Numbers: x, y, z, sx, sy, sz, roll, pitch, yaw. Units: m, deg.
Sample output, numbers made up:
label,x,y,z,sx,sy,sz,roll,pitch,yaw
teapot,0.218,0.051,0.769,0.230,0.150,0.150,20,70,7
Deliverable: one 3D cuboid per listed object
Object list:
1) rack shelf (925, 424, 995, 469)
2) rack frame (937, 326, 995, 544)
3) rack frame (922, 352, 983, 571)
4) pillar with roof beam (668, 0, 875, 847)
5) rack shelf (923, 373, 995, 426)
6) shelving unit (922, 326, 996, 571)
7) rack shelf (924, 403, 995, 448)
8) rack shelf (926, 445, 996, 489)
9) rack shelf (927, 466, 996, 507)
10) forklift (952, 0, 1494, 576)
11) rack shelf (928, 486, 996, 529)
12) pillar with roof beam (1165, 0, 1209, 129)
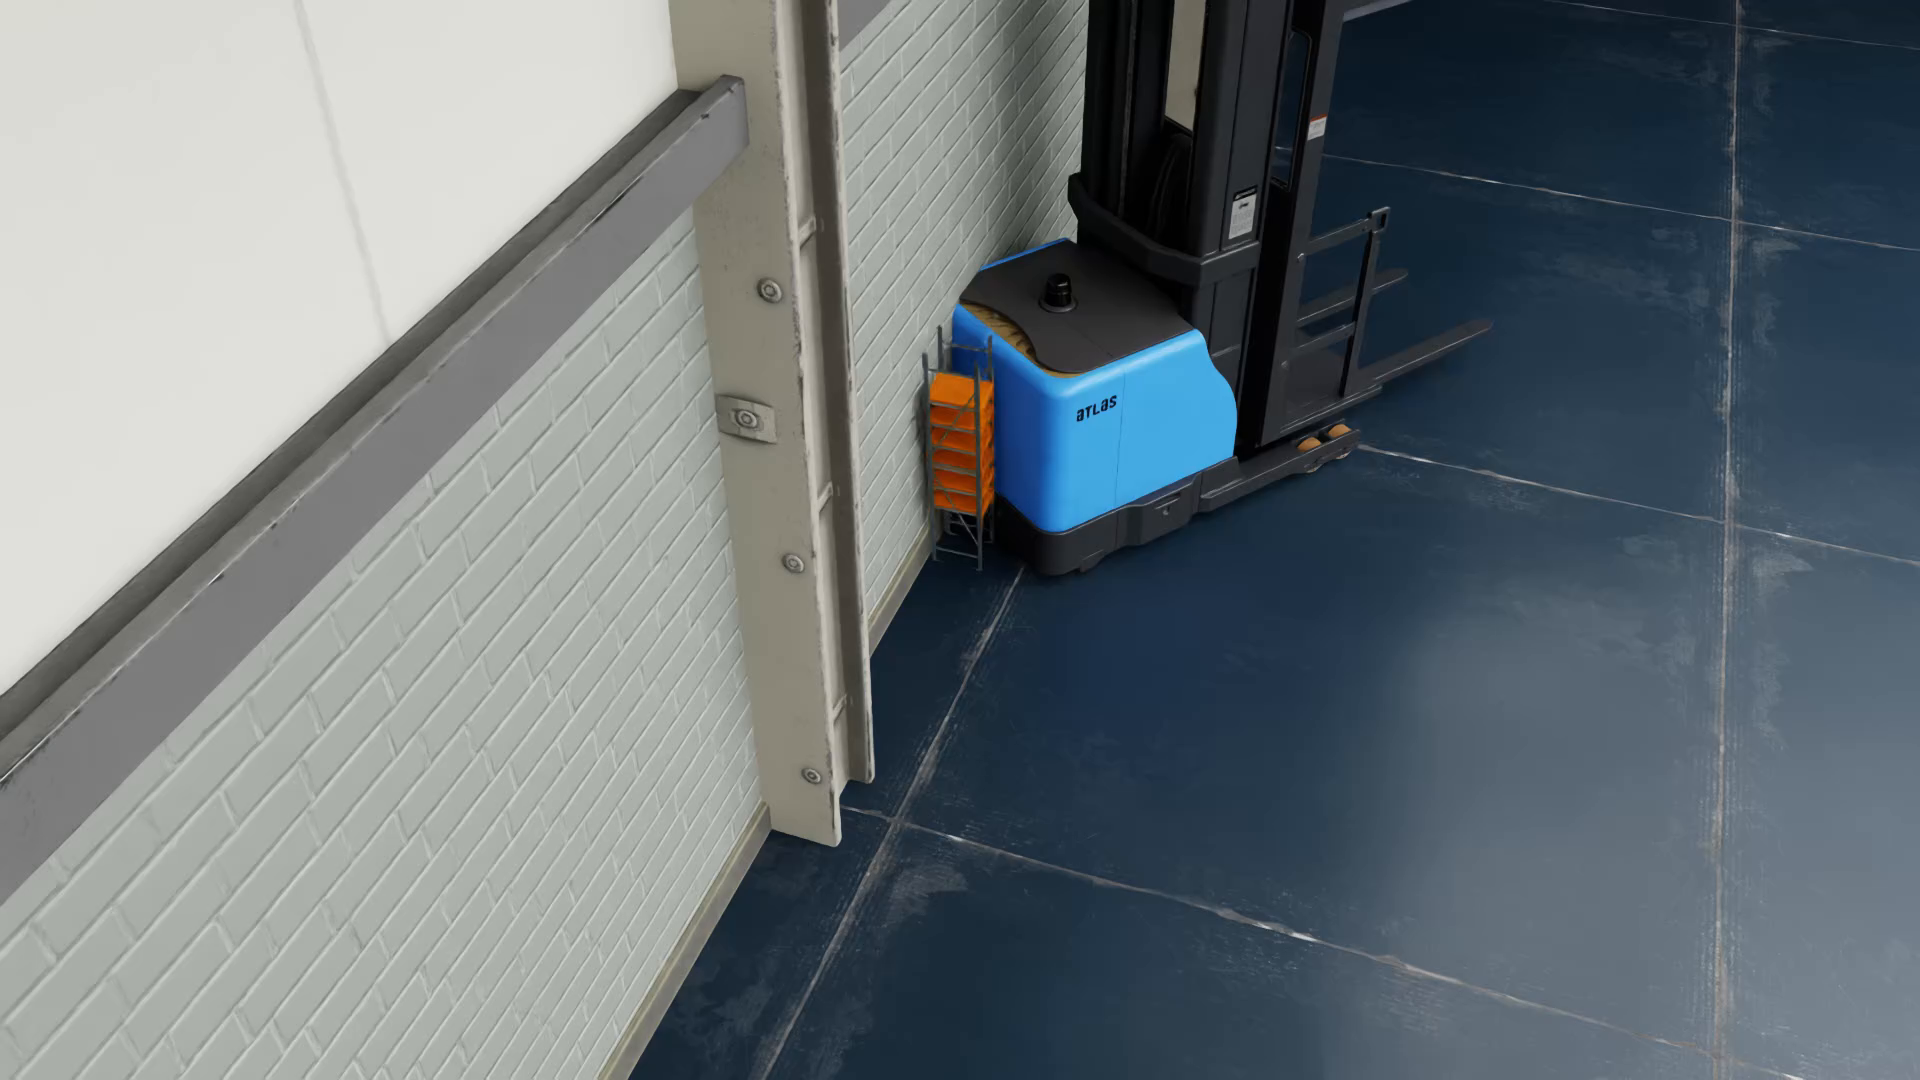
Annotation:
label,x,y,z,sx,sy,sz,roll,pitch,yaw
rack shelf,0.002,-0.426,7.151,0.258,0.103,0.180,12,46,14
rack frame,0.033,-0.433,7.266,0.240,1.200,0.006,12,46,14
rack frame,-0.025,-0.310,7.143,0.240,1.200,0.006,12,46,14
pillar with roof beam,3.498,-1.452,2.472,9.100,9.000,0.400,13,42,15
rack shelf,-0.003,-0.596,6.982,0.258,0.103,0.180,12,46,14
shelving unit,0.004,-0.372,7.204,0.258,1.200,0.189,12,46,14
rack shelf,0.000,-0.511,7.067,0.258,0.103,0.180,12,46,14
rack shelf,0.005,-0.340,7.236,0.258,0.103,0.180,12,46,14
rack shelf,0.008,-0.255,7.320,0.258,0.103,0.180,12,46,14
forklift,1.349,-1.706,7.445,3.031,2.935,1.130,-24,46,-25
rack shelf,0.010,-0.170,7.404,0.258,0.103,0.180,12,46,14
pillar with roof beam,5.550,-5.111,6.761,9.100,9.000,0.400,13,42,15
